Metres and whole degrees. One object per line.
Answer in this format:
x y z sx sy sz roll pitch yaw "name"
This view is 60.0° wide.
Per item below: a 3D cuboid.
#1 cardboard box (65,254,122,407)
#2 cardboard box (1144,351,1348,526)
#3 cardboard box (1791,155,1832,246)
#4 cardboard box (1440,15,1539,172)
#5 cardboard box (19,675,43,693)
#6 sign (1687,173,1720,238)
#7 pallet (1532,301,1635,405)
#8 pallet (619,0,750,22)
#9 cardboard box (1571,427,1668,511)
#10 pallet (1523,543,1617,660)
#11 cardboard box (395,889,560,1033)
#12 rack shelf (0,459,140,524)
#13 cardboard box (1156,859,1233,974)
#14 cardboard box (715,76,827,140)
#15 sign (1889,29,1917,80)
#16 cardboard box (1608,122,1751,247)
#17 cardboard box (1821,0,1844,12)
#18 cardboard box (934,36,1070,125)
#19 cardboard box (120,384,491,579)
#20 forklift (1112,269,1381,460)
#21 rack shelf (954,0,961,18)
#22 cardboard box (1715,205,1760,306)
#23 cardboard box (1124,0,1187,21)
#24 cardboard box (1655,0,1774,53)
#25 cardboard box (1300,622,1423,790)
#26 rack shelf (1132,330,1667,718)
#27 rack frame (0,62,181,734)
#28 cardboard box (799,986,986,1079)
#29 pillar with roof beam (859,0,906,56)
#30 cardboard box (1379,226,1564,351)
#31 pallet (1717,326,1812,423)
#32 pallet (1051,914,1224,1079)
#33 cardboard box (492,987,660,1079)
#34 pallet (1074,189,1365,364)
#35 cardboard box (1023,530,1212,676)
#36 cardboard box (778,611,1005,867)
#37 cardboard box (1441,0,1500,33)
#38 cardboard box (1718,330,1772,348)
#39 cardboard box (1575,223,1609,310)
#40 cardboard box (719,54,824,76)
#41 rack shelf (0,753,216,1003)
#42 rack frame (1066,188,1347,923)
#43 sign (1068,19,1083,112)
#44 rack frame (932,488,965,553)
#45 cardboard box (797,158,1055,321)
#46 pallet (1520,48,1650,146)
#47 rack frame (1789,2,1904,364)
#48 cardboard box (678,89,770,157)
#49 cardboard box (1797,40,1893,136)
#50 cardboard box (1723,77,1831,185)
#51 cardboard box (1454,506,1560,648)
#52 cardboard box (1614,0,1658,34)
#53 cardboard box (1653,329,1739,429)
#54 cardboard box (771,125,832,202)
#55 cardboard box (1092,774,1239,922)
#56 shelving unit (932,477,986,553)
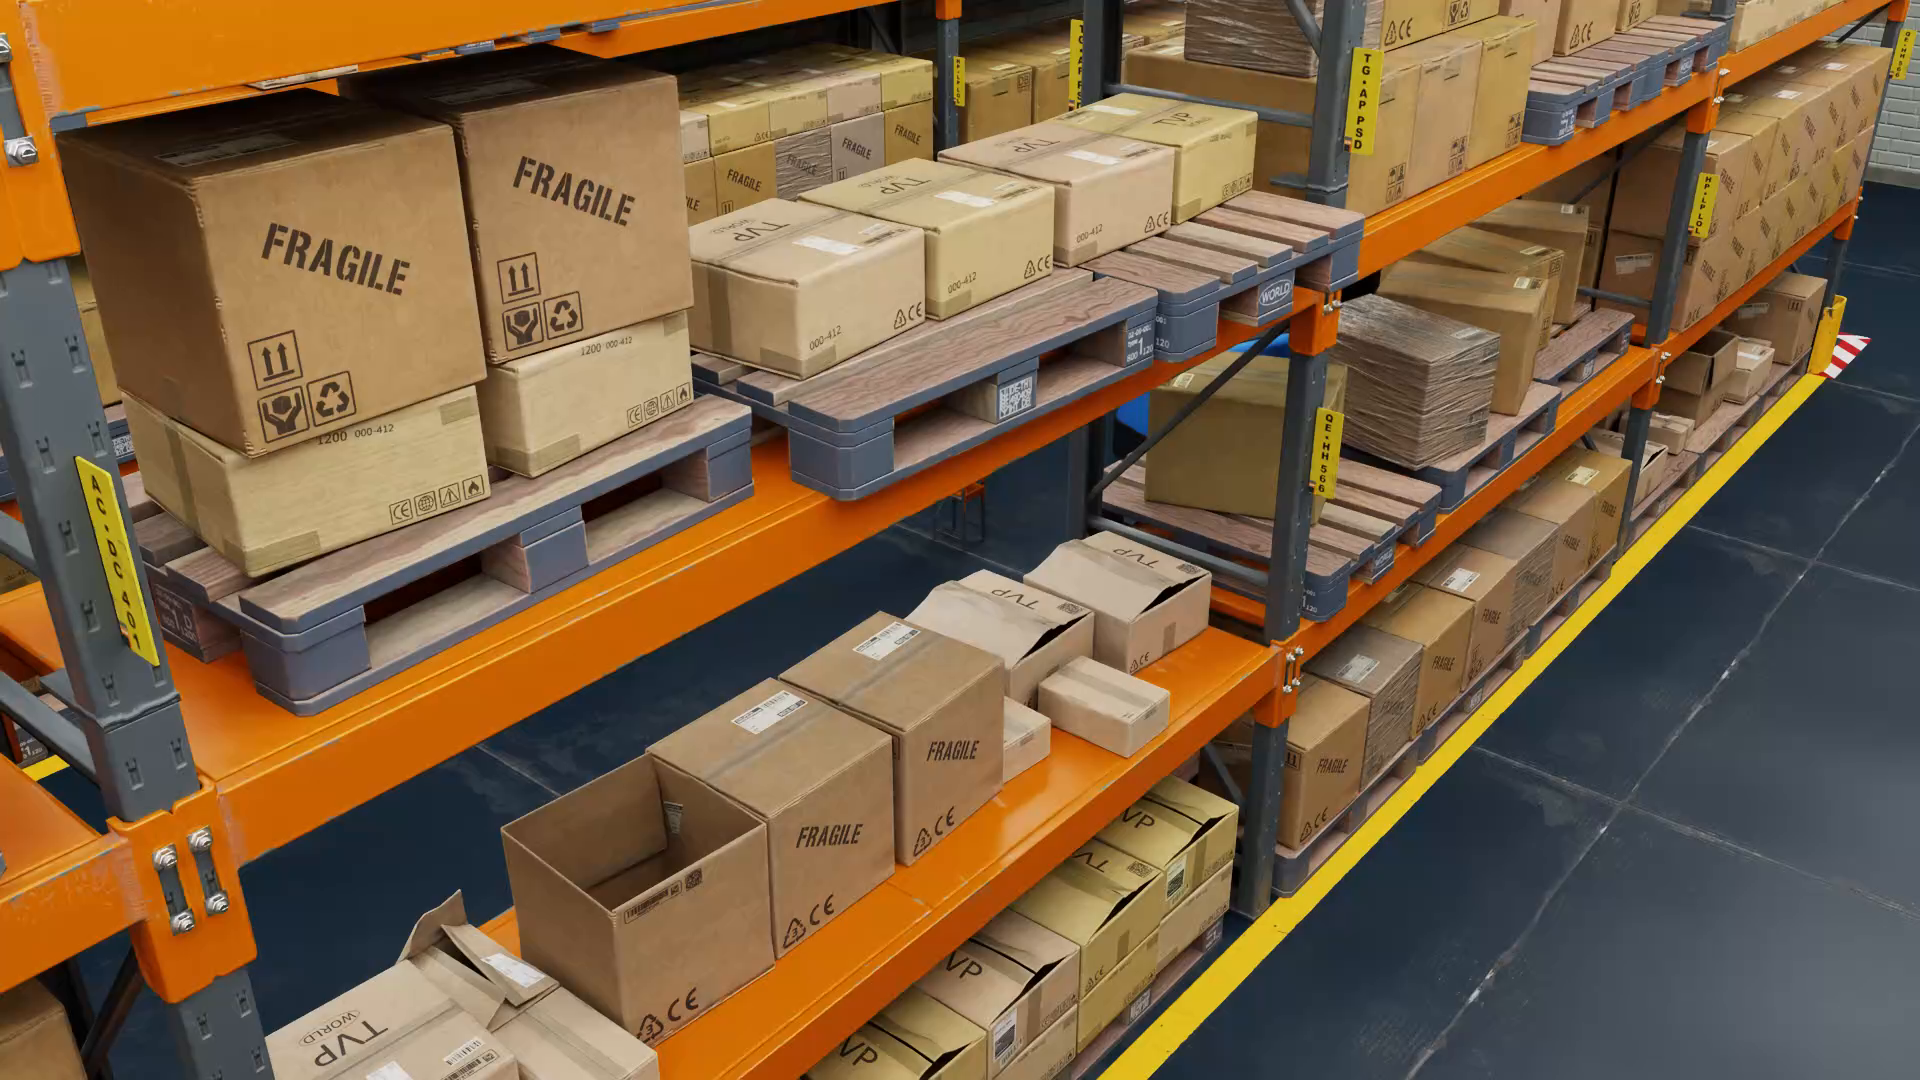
-4.044 -1.016 7.862 0.700 0.500 0.500 21 34 34 "cardboard box"
1.161 -0.435 6.760 0.700 0.500 0.500 10 29 18 "cardboard box"
5.212 -2.230 10.687 0.500 0.500 0.500 21 34 35 "cardboard box"
1.754 -1.854 6.696 0.910 0.500 0.500 21 34 34 "cardboard box"
-4.777 0.475 7.808 0.700 0.500 0.500 20 33 33 "cardboard box"
3.822 -1.719 8.548 0.100 0.325 0.005 21 34 34 "sign"
2.799 -1.029 8.684 1.003 0.211 1.213 21 34 34 "pallet"
-1.900 -3.284 9.774 1.003 0.211 1.213 23 35 37 "pallet"
3.825 -0.453 9.808 0.500 0.311 0.500 21 34 34 "cardboard box"
2.903 0.172 9.187 1.003 0.211 1.213 21 34 34 "pallet"
-1.279 1.165 4.380 0.396 0.266 0.258 20 33 33 "cardboard box"
-4.250 -0.365 7.975 1.077 0.370 4.000 21 34 34 "rack shelf"
0.701 1.345 6.421 0.500 0.250 0.500 22 34 36 "cardboard box"
-1.190 -2.731 10.494 0.500 0.250 0.500 22 34 35 "cardboard box"
6.351 -3.269 11.201 0.100 0.325 0.005 21 34 34 "sign"
3.908 -1.939 9.037 0.500 0.500 0.500 22 34 36 "cardboard box"
4.848 -3.263 9.691 0.500 0.250 0.500 21 34 34 "cardboard box"
0.393 -3.390 12.712 0.980 0.700 0.700 20 33 33 "cardboard box"
-1.298 -0.197 3.308 0.500 0.250 0.500 -24 36 -38 "cardboard box"
2.517 -1.961 10.352 3.031 2.935 1.130 -15 31 -26 "forklift"
0.839 -4.534 12.768 1.077 0.370 4.000 21 34 34 "rack shelf"
4.249 -1.694 9.651 0.500 0.500 0.500 21 34 35 "cardboard box"
1.794 -4.180 14.239 0.980 0.700 0.700 23 35 37 "cardboard box"
3.892 -2.732 8.664 0.500 0.250 0.500 21 34 34 "cardboard box"
1.686 0.702 7.370 0.500 0.500 0.500 19 33 33 "cardboard box"
2.119 -0.337 7.920 1.077 0.370 4.000 21 34 34 "rack shelf"
-1.697 -1.194 2.264 1.000 3.000 0.127 21 34 34 "rack frame"
-0.265 1.637 5.246 0.500 0.311 0.500 22 34 36 "cardboard box"
2.666 -4.720 9.079 9.100 9.000 0.400 21 34 34 "pillar with roof beam"
2.529 -1.232 8.301 0.500 0.500 0.700 -22 35 -36 "cardboard box"
5.381 -1.235 11.909 1.003 0.211 1.213 21 34 34 "pallet"
0.294 1.571 6.483 1.003 0.211 1.213 21 34 34 "pallet"
-0.976 1.328 4.192 0.380 0.149 0.250 21 34 34 "cardboard box"
0.485 -0.929 5.223 1.213 0.211 1.003 23 35 37 "pallet"
0.582 0.208 6.180 0.500 0.311 0.500 23 35 37 "cardboard box"
-0.207 0.608 5.202 0.500 0.500 0.500 19 33 32 "cardboard box"
1.778 -2.283 6.437 0.500 0.500 0.500 21 34 34 "cardboard box"
5.453 -1.339 11.678 0.380 0.166 0.250 21 34 34 "cardboard box"
3.512 -1.662 9.590 0.500 0.500 0.500 21 34 35 "cardboard box"
-1.254 -3.056 11.123 0.500 0.250 0.500 21 34 35 "cardboard box"
-2.969 1.167 1.748 1.077 0.370 4.000 21 34 34 "rack shelf"
0.847 0.052 6.384 1.000 3.000 0.127 21 34 34 "rack frame"
0.430 -1.669 5.884 0.100 0.325 0.005 21 34 34 "sign"
-0.067 -0.495 9.402 0.240 1.200 0.006 21 34 34 "rack frame"
-0.090 -0.832 4.535 0.500 0.250 0.500 20 33 33 "cardboard box"
2.265 -2.035 7.360 1.213 0.211 1.003 21 34 34 "pallet"
5.936 -2.784 11.867 1.000 3.000 0.127 21 34 34 "rack frame"
-1.514 -2.550 10.145 0.500 0.250 0.500 20 33 33 "cardboard box"
5.865 -3.034 11.154 0.500 0.500 0.500 20 34 34 "cardboard box"
4.891 -2.488 10.097 0.500 0.500 0.500 22 35 36 "cardboard box"
2.659 0.158 8.421 0.500 0.500 0.500 21 34 35 "cardboard box"
3.014 -2.816 7.990 0.600 0.600 0.600 17 32 30 "cardboard box"
4.583 -1.120 10.889 0.797 0.503 0.637 21 34 34 "cardboard box"
-1.175 -2.401 10.672 0.500 0.500 0.500 21 34 34 "cardboard box"
0.704 1.096 6.292 0.500 0.311 0.500 22 34 36 "cardboard box"
-0.009 -0.528 9.464 0.258 1.200 0.189 21 34 34 "shelving unit"
